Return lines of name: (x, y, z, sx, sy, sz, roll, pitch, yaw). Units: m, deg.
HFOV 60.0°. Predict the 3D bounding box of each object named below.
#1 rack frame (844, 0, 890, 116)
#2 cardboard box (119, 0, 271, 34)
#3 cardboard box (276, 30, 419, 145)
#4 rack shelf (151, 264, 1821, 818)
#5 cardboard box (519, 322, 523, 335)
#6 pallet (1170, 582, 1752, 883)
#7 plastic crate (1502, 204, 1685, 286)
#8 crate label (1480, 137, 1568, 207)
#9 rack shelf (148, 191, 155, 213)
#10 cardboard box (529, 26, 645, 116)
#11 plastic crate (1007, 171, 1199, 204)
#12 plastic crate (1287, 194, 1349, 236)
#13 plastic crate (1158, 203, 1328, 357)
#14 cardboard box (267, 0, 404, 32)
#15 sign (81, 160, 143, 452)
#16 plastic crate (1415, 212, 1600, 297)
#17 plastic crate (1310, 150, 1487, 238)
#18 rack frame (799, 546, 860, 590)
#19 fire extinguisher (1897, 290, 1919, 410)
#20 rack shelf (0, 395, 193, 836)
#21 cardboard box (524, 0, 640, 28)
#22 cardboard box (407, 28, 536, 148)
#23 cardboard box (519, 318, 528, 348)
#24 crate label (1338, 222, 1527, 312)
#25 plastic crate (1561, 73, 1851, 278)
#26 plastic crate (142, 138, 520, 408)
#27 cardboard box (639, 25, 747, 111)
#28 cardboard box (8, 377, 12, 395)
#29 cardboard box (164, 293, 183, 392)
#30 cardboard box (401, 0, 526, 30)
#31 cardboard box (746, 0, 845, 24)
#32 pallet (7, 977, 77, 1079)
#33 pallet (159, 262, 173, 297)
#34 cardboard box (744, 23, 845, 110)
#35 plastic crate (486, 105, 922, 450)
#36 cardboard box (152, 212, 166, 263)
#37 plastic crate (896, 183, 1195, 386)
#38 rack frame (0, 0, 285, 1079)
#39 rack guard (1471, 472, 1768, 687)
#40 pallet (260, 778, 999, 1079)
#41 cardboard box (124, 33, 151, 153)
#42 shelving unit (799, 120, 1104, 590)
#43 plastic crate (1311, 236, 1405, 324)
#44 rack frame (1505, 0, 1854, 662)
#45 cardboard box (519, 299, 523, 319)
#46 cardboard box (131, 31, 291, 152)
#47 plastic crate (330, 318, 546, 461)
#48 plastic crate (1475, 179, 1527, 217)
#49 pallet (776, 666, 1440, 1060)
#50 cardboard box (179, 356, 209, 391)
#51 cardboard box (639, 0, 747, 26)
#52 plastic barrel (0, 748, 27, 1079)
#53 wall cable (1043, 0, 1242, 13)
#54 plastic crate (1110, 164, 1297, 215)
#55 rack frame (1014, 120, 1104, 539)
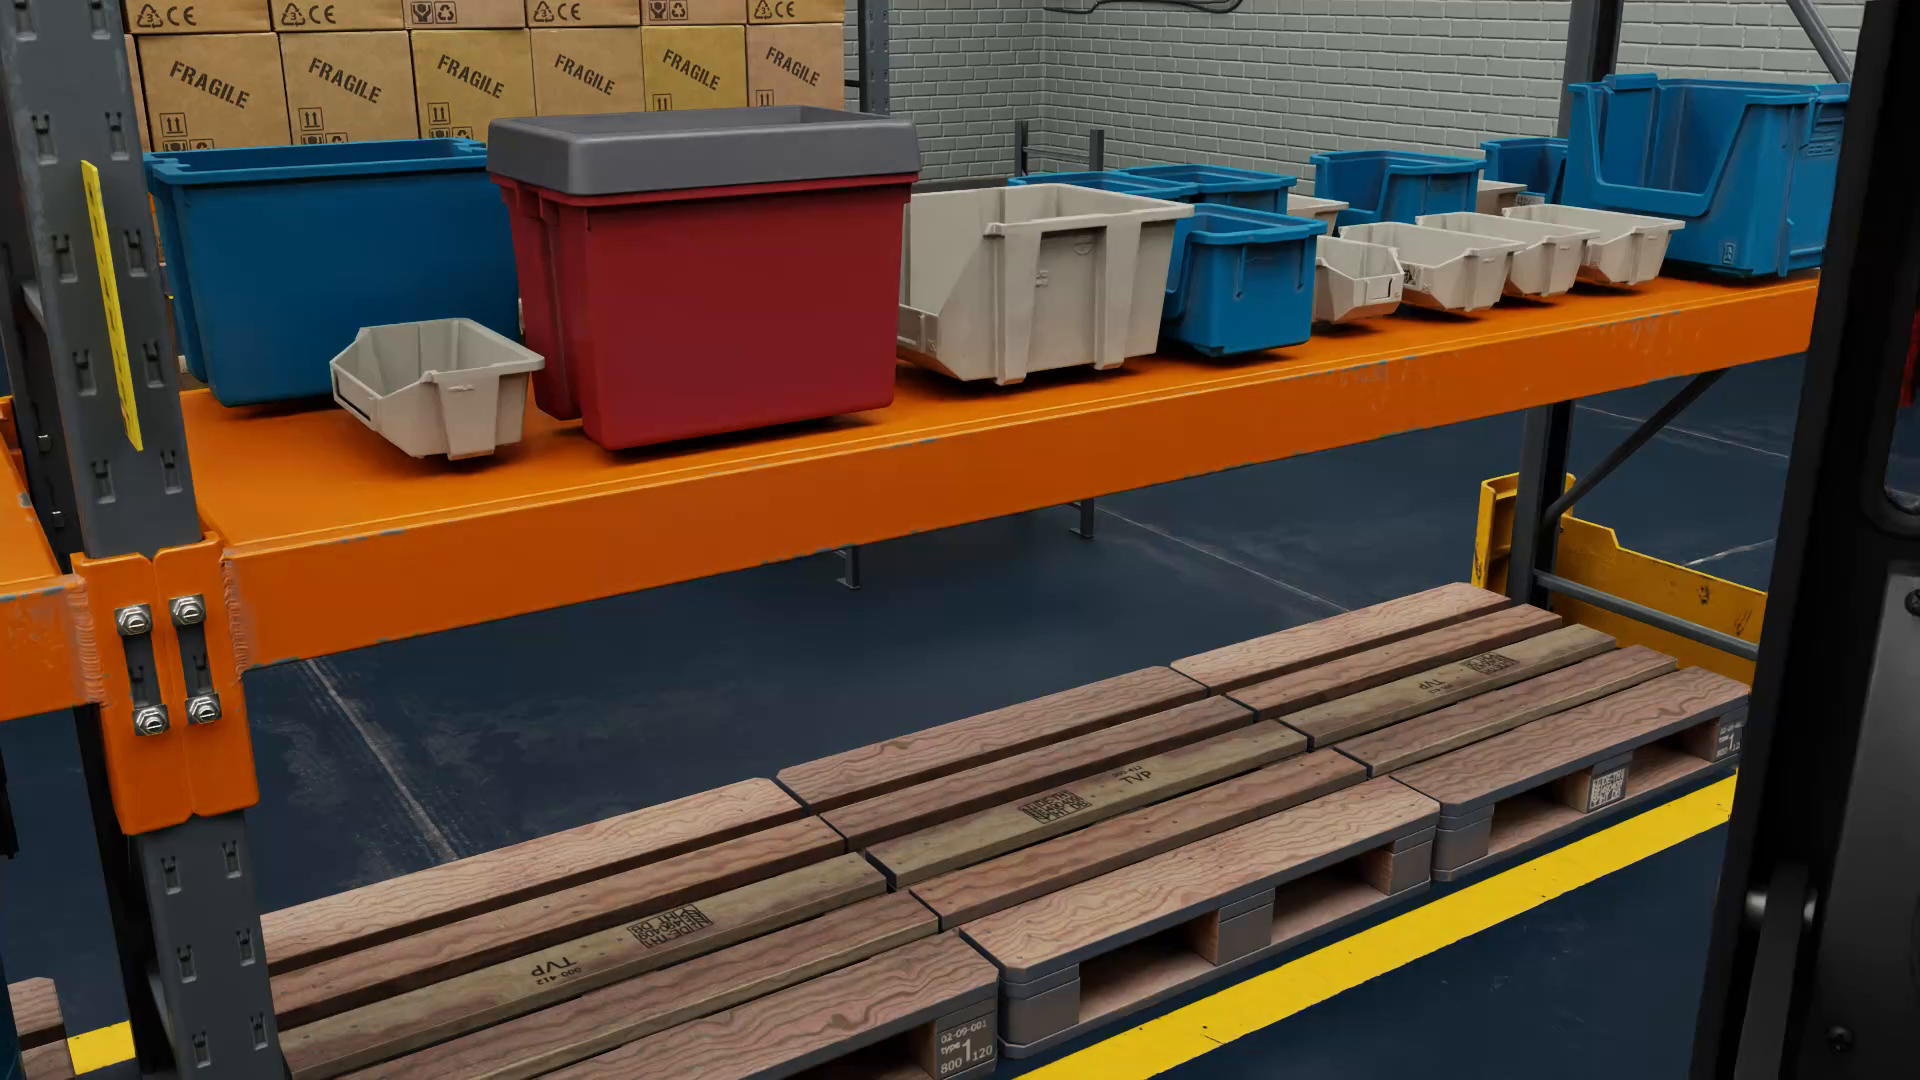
rack frame: (-0.664, -2.316, 8.412, 0.127, 3.000, 1.000, -12, 22, -31)
cardboard box: (-3.025, -2.231, 6.444, 0.500, 0.500, 0.500, -13, 22, -33)
cardboard box: (-2.584, -1.854, 6.890, 0.500, 0.500, 0.500, -12, 22, -32)
rack shelf: (0.387, -0.297, 3.564, 4.000, 0.370, 1.077, -12, 22, -31)
cardboard box: (-2.438, -0.970, 7.640, 0.637, 0.503, 0.797, -12, 22, -31)
pallet: (1.347, 0.465, 4.539, 1.213, 0.211, 1.003, -12, 22, -31)
plastic crate: (1.476, -0.702, 3.955, 0.243, 0.136, 0.396, -12, 22, -31)
crate label: (1.670, -0.984, 4.640, 0.303, 0.233, 0.416, -12, 22, -31)
rack shelf: (-2.334, -1.623, 7.485, 4.000, 0.370, 1.077, -12, 22, -31)
cardboard box: (-1.739, -2.033, 7.419, 0.500, 0.500, 0.500, -12, 22, -31)
plastic crate: (0.320, -0.699, 3.798, 0.300, 0.233, 0.416, -12, 22, -31)
plastic crate: (0.790, -0.785, 4.200, 0.298, 0.136, 0.250, -12, 22, -31)
plastic crate: (0.483, -0.509, 3.235, 0.300, 0.233, 0.416, -12, 22, -31)
cardboard box: (-2.596, -2.322, 6.711, 0.500, 0.500, 0.500, -13, 22, -33)
sign: (-0.982, -0.270, 1.926, 0.005, 0.325, 0.100, -12, 22, -31)
plastic crate: (1.226, -0.655, 3.816, 0.243, 0.136, 0.396, -12, 22, -31)
plastic crate: (1.120, -0.868, 4.297, 0.300, 0.233, 0.416, -12, 22, -31)
rack frame: (-0.496, -0.606, 5.695, 0.032, 1.500, 0.500, -12, 22, -31)
fire extinguisher: (2.433, -0.682, 4.282, 0.183, 0.674, 0.296, -12, 22, -31)
rack shelf: (-2.954, 0.407, 1.480, 4.000, 0.370, 1.077, -12, 22, -31)
cardboard box: (-1.736, -2.503, 7.249, 0.500, 0.500, 0.500, -11, 22, -30)
cardboard box: (-2.160, -1.944, 7.156, 0.500, 0.500, 0.500, -12, 22, -32)
cardboard box: (-1.792, -0.901, 7.832, 0.500, 0.250, 0.500, -12, 22, -31)
crate label: (1.007, -0.599, 3.651, 0.243, 0.136, 0.396, -12, 22, -31)
plastic crate: (1.881, -0.927, 4.153, 0.499, 0.435, 0.616, -12, 22, -31)
plastic crate: (-1.081, -0.480, 2.913, 0.575, 0.384, 0.392, -12, 22, -31)
cardboard box: (-1.319, -2.119, 7.674, 0.500, 0.500, 0.500, -12, 22, -31)
cardboard box: (-3.535, -0.562, 6.736, 0.500, 0.311, 0.500, -12, 22, -31)
cardboard box: (-3.685, -0.812, 7.179, 0.500, 0.500, 0.500, -12, 22, -31)
cardboard box: (-2.165, -2.413, 6.981, 0.500, 0.500, 0.500, -11, 22, -30)
cardboard box: (-0.884, -2.685, 7.786, 0.500, 0.500, 0.500, -12, 22, -32)
pallet: (-1.951, 1.160, 2.484, 1.213, 0.211, 1.003, -12, 22, -31)
pallet: (-5.034, -1.944, 11.666, 1.213, 0.211, 1.003, -12, 22, -31)
cardboard box: (-0.888, -2.212, 7.947, 0.500, 0.500, 0.500, -11, 22, -30)
plastic crate: (-0.400, -0.435, 2.654, 0.583, 0.464, 0.402, -12, 22, -31)
cardboard box: (-5.630, -2.143, 11.146, 0.500, 0.500, 0.700, -12, 22, -32)
plastic crate: (0.093, -0.478, 3.066, 0.530, 0.282, 0.437, -12, 22, -31)
rack frame: (-1.283, -0.286, 2.407, 0.127, 3.000, 1.000, -12, 22, -31)
rack guard: (2.070, 0.186, 4.914, 0.348, 0.500, 1.175, -12, 22, -31)
pallet: (-0.690, 0.895, 3.267, 1.213, 0.211, 1.003, -12, 22, -31)
cardboard box: (-3.429, -1.676, 6.362, 0.500, 0.500, 0.500, -11, 22, -30)
shelving unit: (-0.071, -0.695, 5.960, 1.048, 1.500, 0.538, -12, 22, -31)
plastic crate: (0.770, -0.542, 3.483, 0.250, 0.136, 0.298, -12, 22, -31)
rack frame: (2.057, -0.990, 4.491, 0.127, 3.000, 1.000, -12, 22, -31)
cardboard box: (-2.109, -1.026, 8.202, 0.500, 0.250, 0.500, -12, 22, -31)
cardboard box: (-3.003, -1.767, 6.631, 0.500, 0.500, 0.500, -11, 22, -30)
plastic crate: (-0.816, -0.233, 2.569, 0.243, 0.136, 0.396, -12, 22, -31)
plastic crate: (1.357, -0.904, 4.554, 0.298, 0.136, 0.250, -12, 22, -31)
pallet: (0.329, 0.679, 3.907, 1.213, 0.211, 1.003, -12, 22, -31)
cardboard box: (-3.404, -0.728, 7.478, 0.250, 0.149, 0.380, -12, 22, -31)
cardboard box: (-1.306, -2.596, 7.522, 0.500, 0.500, 0.500, -11, 22, -30)
plastic barrel: (-1.747, 0.600, 2.406, 0.708, 0.901, 0.600, -12, 22, -31)
wall cable: (1.529, -5.912, 14.530, 0.112, 2.526, 3.097, -12, 22, -31)
plastic crate: (0.571, -0.752, 3.954, 0.300, 0.233, 0.416, -12, 22, -31)
rack frame: (0.353, -0.785, 6.225, 0.032, 1.500, 0.500, -12, 22, -31)
